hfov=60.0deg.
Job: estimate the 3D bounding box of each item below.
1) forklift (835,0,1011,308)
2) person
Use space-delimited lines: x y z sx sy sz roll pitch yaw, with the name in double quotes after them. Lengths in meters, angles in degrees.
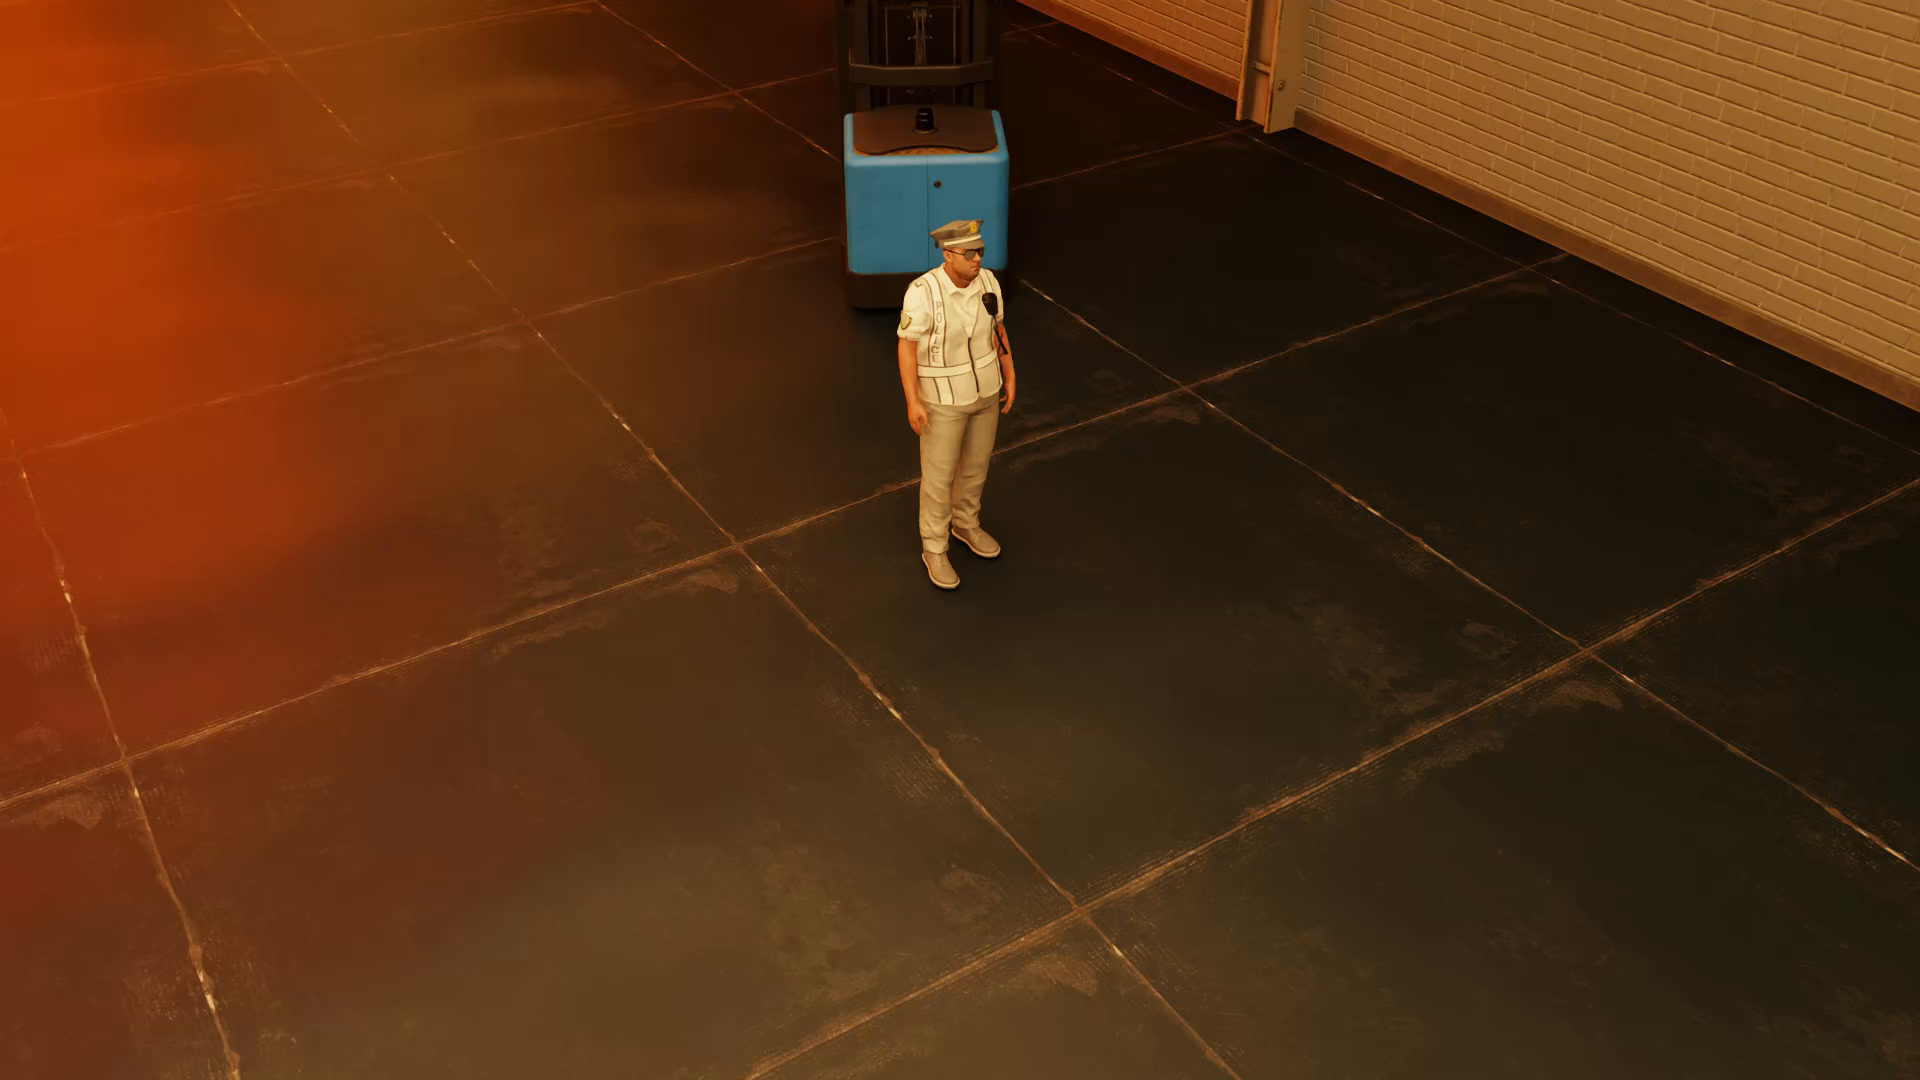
-0.289 -3.512 11.146 1.130 2.935 3.031 -2 35 -3 "forklift"
0.033 -0.693 8.122 0.641 1.778 0.574 -21 40 -27 "person"
